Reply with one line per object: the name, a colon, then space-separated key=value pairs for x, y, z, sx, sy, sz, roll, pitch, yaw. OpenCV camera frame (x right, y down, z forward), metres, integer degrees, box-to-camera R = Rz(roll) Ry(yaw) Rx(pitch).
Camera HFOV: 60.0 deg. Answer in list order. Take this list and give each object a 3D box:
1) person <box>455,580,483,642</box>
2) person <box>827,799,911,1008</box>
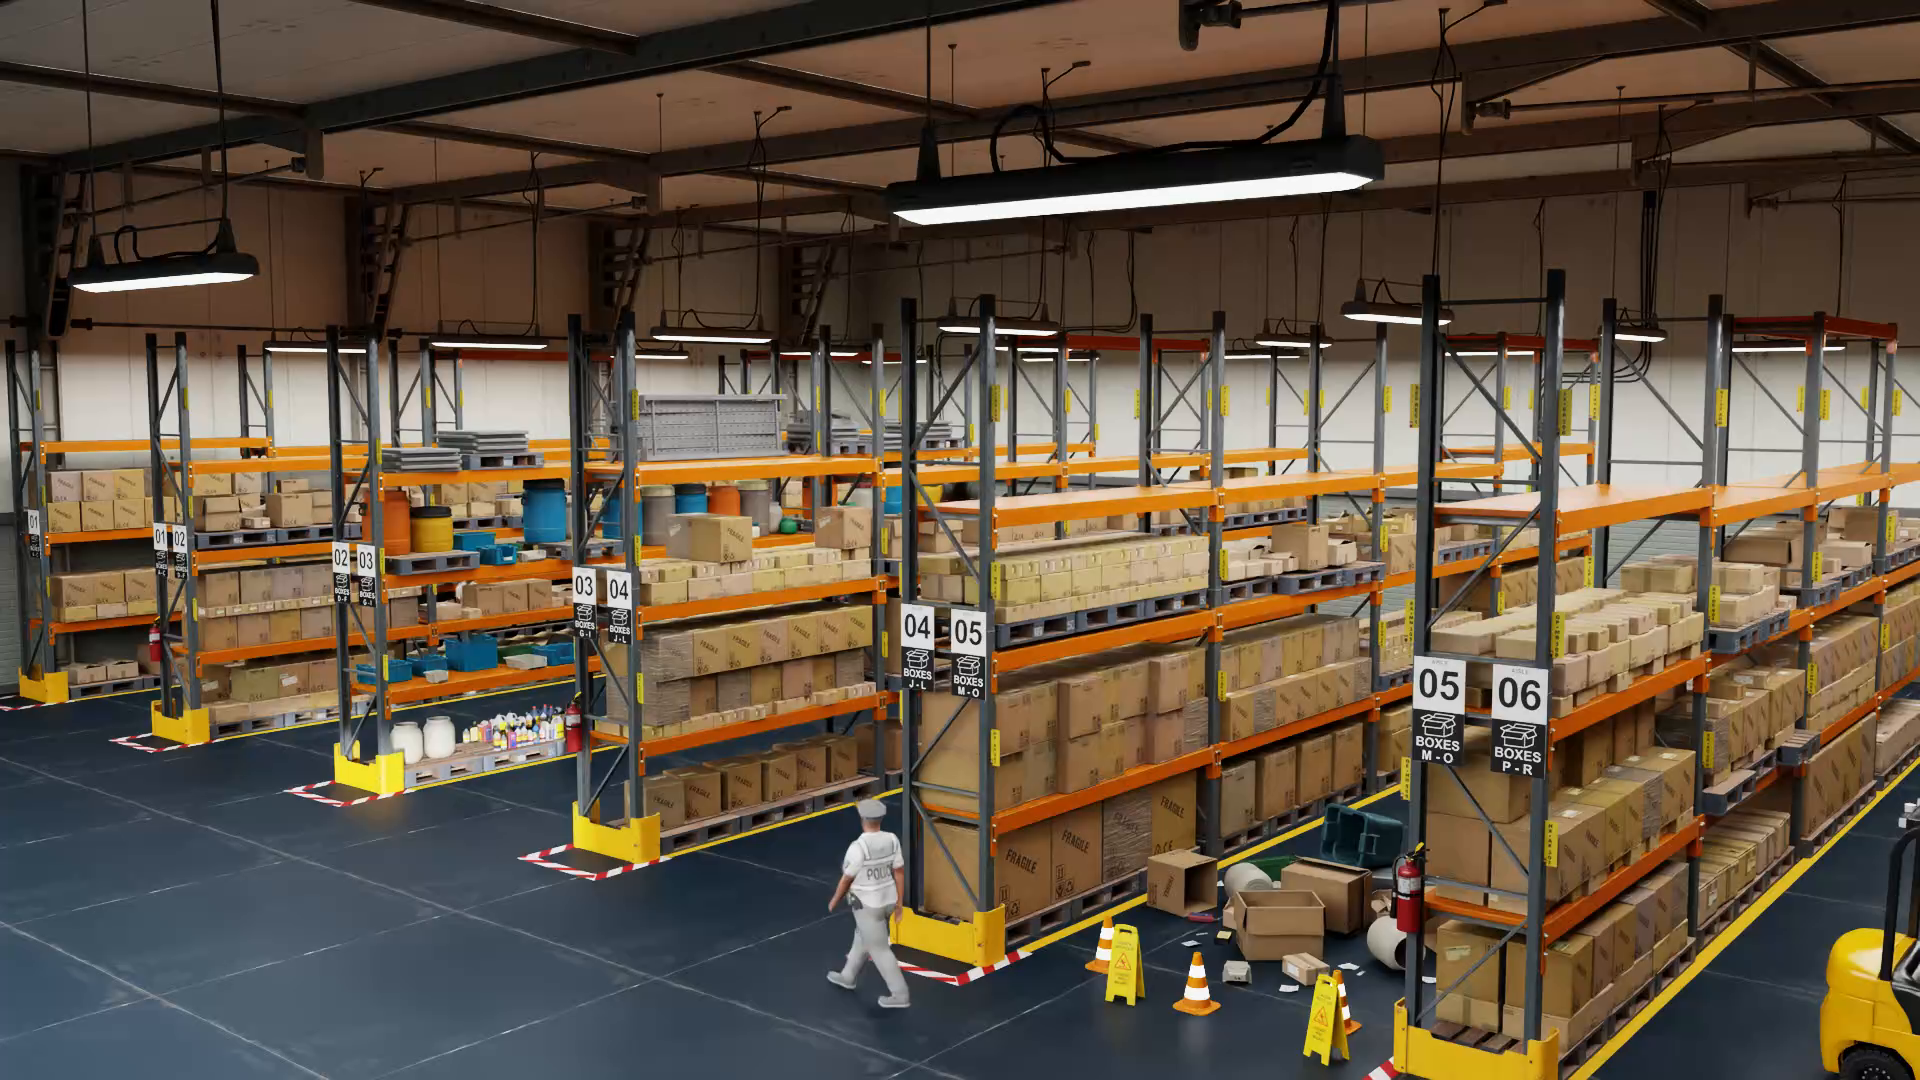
person: x=-9.595 y=1.416 z=32.516 sx=0.529 sy=1.722 sz=0.378 roll=-1 pitch=5 yaw=-10
person: x=-0.825 y=3.027 z=13.987 sx=0.979 sy=1.722 sz=0.535 roll=3 pitch=6 yaw=29
